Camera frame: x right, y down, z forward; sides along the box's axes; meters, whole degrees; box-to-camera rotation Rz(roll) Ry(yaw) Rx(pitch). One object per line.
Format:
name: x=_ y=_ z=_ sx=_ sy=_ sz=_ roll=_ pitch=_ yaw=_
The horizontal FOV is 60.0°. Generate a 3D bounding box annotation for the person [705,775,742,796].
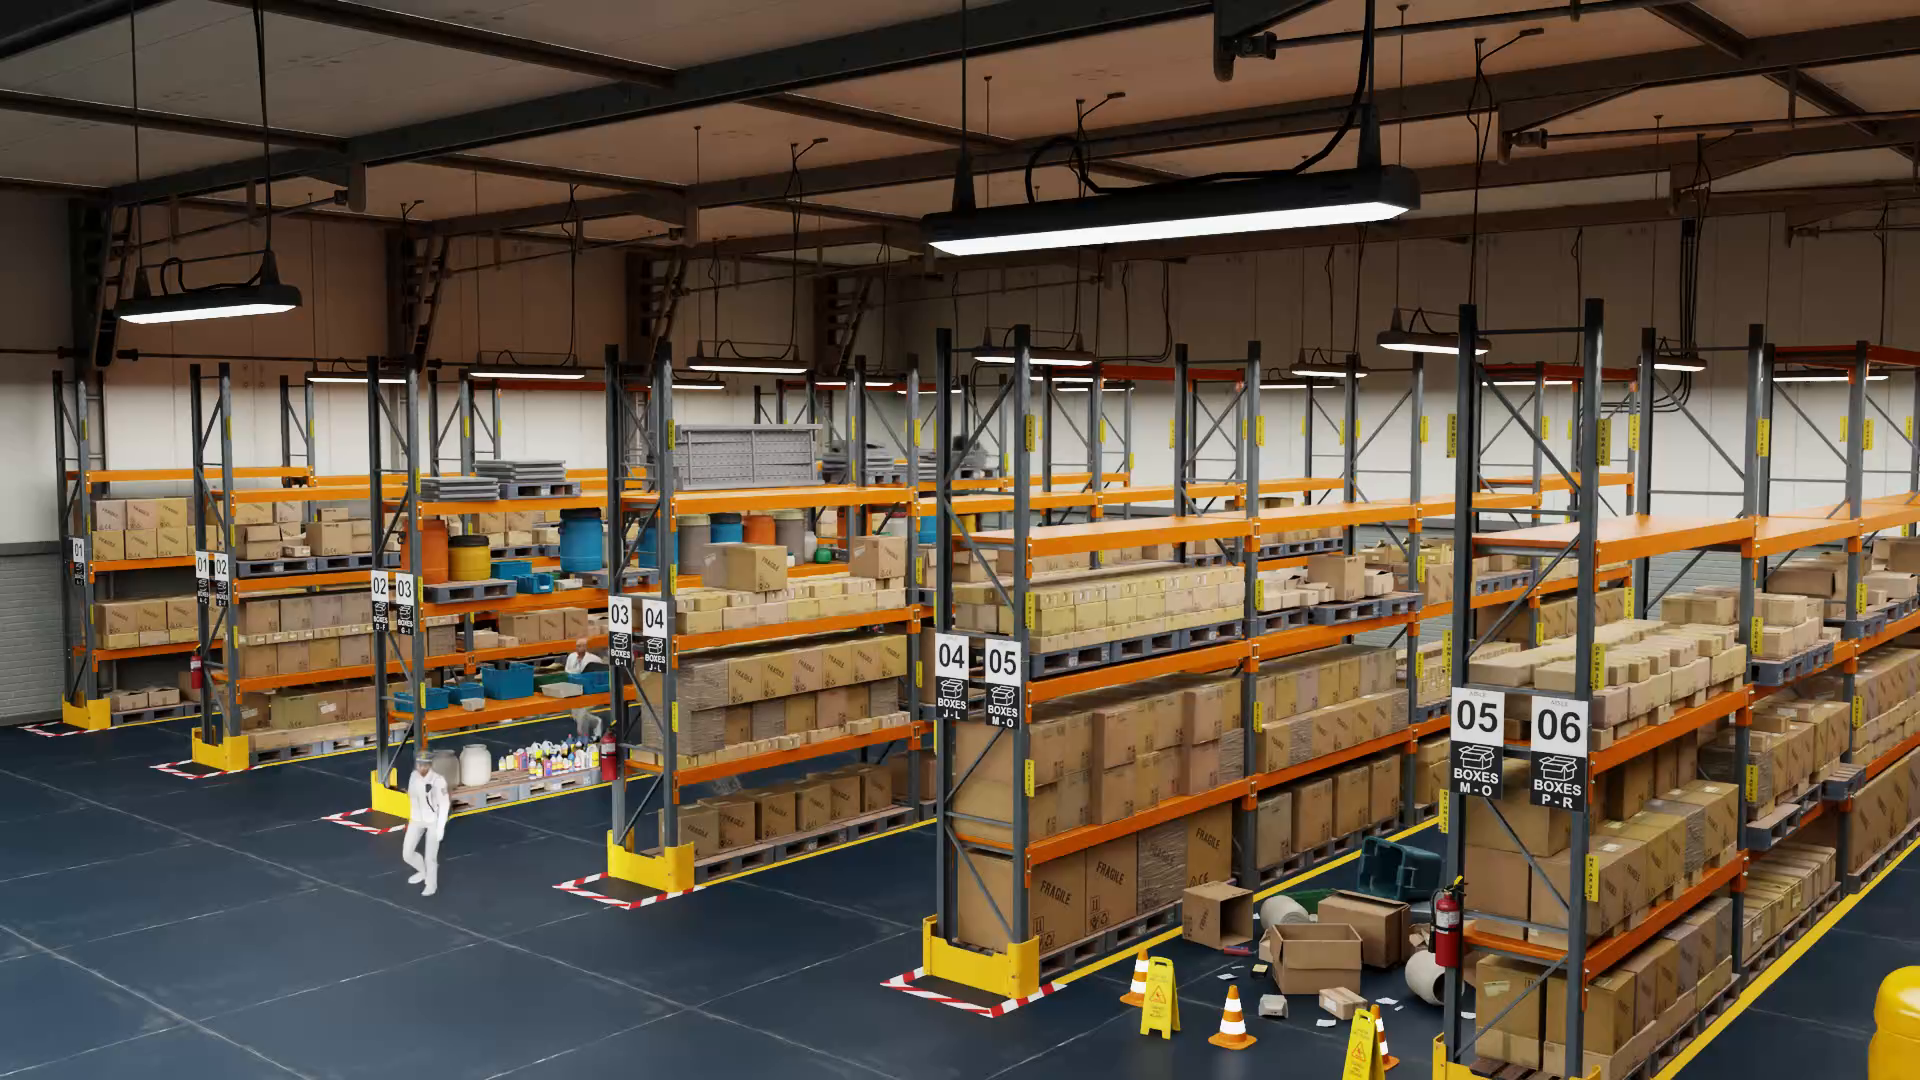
person: x=-3.137 y=2.714 z=21.722 sx=0.659 sy=1.725 sz=0.820 roll=4 pitch=6 yaw=45

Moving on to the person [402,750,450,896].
person: x=-5.787 y=3.065 z=18.050 sx=0.631 sy=1.643 sz=0.548 roll=1 pitch=4 yaw=10

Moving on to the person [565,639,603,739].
person: x=-5.921 y=2.408 z=26.430 sx=0.707 sy=1.733 sz=0.650 roll=2 pitch=5 yaw=24

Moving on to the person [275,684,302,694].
person: x=-11.338 y=2.259 z=28.050 sx=0.786 sy=1.779 sz=0.730 roll=1 pitch=4 yaw=12
